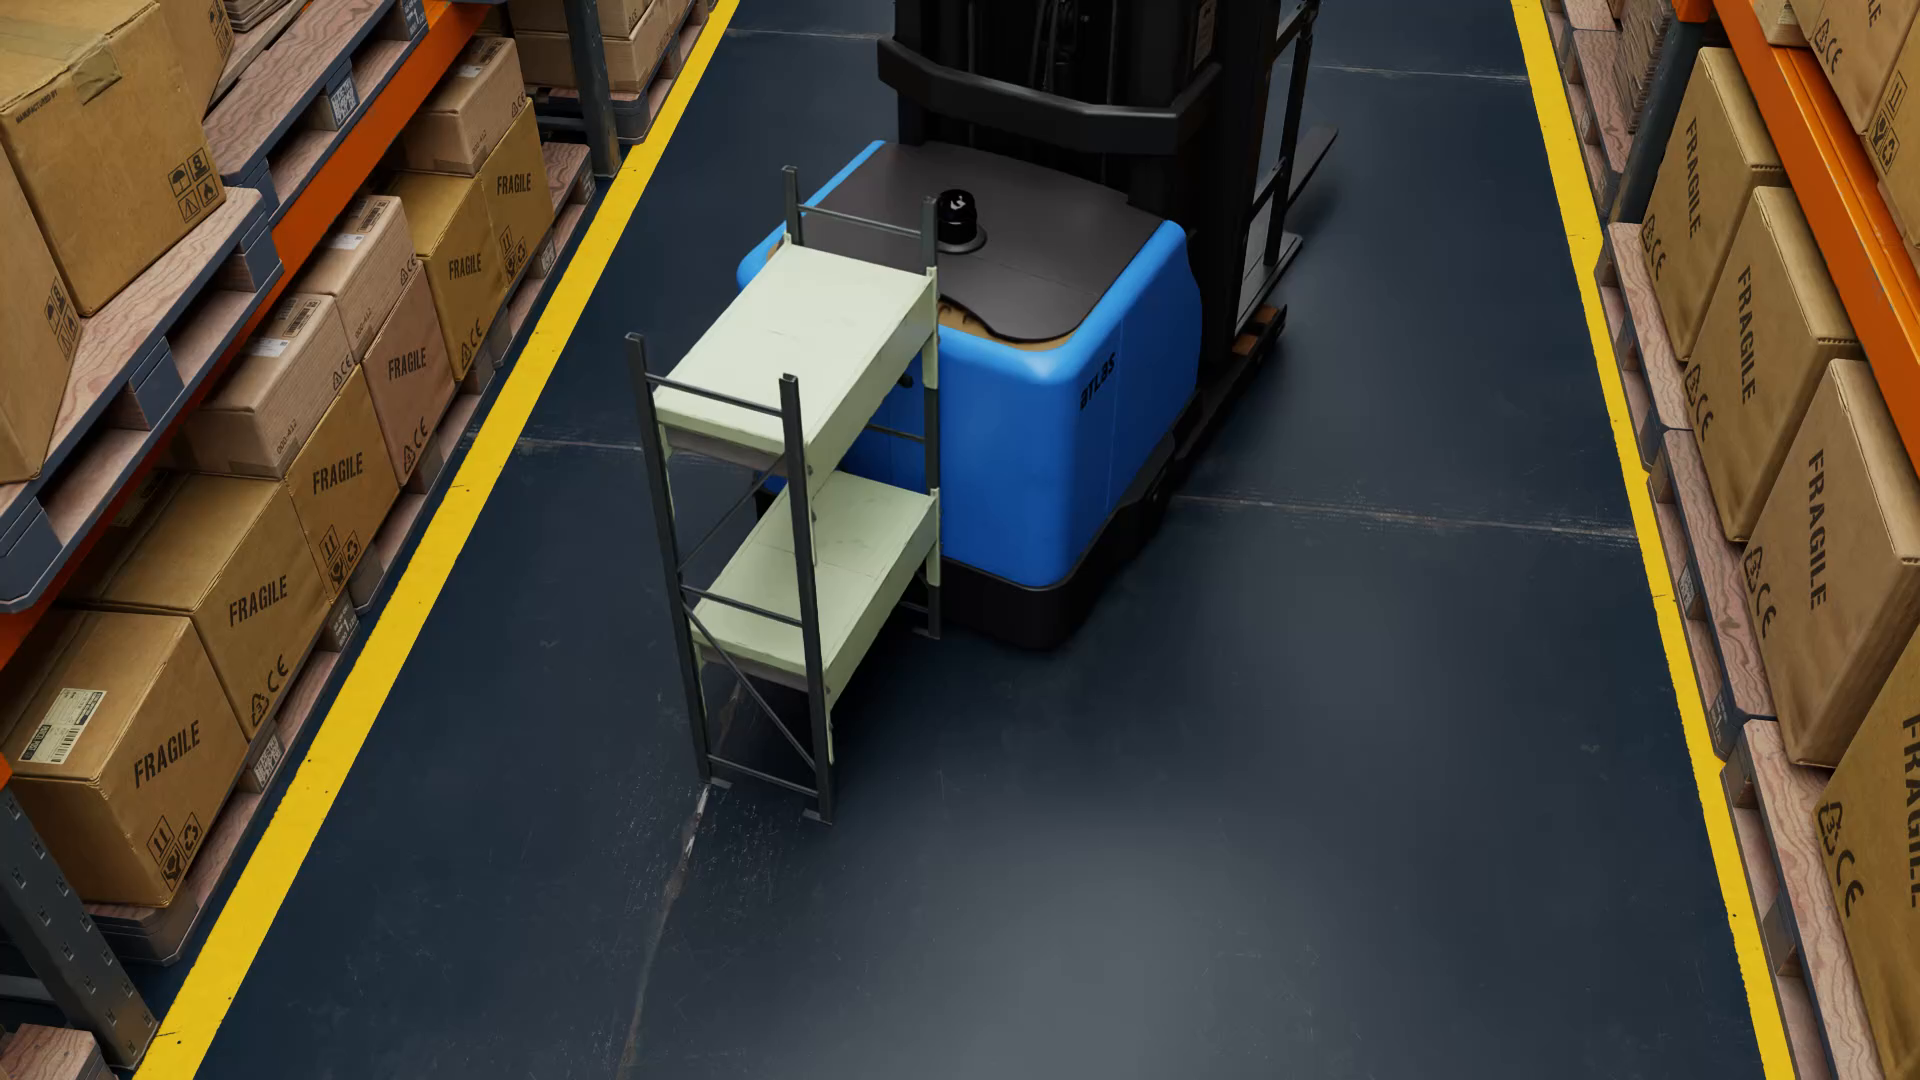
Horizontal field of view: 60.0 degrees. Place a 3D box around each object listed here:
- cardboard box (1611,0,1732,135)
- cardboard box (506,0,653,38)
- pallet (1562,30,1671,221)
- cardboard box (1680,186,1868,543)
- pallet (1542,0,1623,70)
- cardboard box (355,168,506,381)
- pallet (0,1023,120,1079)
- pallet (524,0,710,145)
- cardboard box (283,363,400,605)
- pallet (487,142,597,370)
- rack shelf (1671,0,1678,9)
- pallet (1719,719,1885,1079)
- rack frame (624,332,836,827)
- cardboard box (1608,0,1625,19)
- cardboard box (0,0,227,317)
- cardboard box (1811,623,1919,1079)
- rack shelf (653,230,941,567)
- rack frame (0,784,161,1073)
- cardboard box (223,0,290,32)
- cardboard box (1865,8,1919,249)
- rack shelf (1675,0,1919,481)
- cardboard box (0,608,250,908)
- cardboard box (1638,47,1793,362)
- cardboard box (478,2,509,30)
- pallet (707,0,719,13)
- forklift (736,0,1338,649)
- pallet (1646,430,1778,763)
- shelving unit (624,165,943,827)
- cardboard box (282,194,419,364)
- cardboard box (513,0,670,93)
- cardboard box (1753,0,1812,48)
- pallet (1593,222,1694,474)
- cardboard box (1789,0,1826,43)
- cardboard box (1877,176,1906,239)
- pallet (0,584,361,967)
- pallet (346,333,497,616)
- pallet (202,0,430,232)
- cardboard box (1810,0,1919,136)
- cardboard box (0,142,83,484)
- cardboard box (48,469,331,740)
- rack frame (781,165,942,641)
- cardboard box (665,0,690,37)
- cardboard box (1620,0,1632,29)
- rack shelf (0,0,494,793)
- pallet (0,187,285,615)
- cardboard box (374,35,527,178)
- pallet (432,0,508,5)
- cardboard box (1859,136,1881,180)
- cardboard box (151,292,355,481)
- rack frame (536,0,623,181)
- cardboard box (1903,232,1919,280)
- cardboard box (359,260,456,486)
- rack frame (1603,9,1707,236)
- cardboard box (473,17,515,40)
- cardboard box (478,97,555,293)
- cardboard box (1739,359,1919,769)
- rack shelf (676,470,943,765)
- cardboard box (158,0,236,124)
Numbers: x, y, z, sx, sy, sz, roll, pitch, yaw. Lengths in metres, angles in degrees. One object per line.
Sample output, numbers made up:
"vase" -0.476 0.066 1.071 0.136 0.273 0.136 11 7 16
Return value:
"cardboard box" 3.051 -1.947 6.622 0.700 0.500 0.500 6 44 6
"cardboard box" -1.542 -2.335 6.821 0.500 0.311 0.500 7 44 7
"pallet" 3.113 -1.719 6.912 1.003 0.211 1.213 5 44 6
"cardboard box" 2.658 -0.486 4.839 0.750 0.750 0.750 5 44 5
"pallet" 3.276 -2.548 7.788 1.003 0.211 1.213 5 44 6
"cardboard box" -1.863 -0.888 5.504 0.500 0.500 0.500 4 44 4
"pallet" -2.523 1.560 3.449 1.003 0.211 1.213 5 44 6
"pallet" -1.755 -2.192 7.411 1.003 0.211 1.213 5 44 6
"cardboard box" -1.993 -0.185 4.762 0.500 0.500 0.500 6 44 6
"pallet" -2.039 -1.129 6.289 1.003 0.211 1.213 5 44 6
"rack shelf" 3.272 -3.301 7.078 1.077 0.370 4.000 5 44 6
"pallet" 2.506 1.007 4.033 1.003 0.211 1.213 5 44 6
"rack frame" -0.522 0.161 3.989 0.400 1.500 0.023 16 46 16
"cardboard box" 3.272 -2.628 7.342 0.700 0.500 0.500 5 44 5
"cardboard box" -2.119 -0.887 3.627 0.700 0.500 0.500 12 45 12
"cardboard box" 2.436 0.700 3.587 0.750 0.750 0.750 6 44 6
"rack shelf" -0.382 -0.355 3.966 0.431 0.370 0.720 16 46 16
"rack frame" -2.432 0.079 2.985 1.000 3.000 0.127 5 44 6
"cardboard box" -2.185 -1.790 4.581 0.700 0.500 0.500 13 45 13
"cardboard box" 2.484 -0.993 3.814 0.500 0.500 0.500 6 44 7
"rack shelf" 2.743 -0.575 4.199 1.077 0.370 4.000 5 44 6
"cardboard box" -2.126 0.519 4.018 0.500 0.500 0.500 3 44 4
"cardboard box" 2.781 -1.082 5.469 0.750 0.750 0.750 5 44 5
"cardboard box" -2.078 -2.384 6.873 0.500 0.311 0.500 6 44 7
"pallet" -1.592 -3.021 8.287 1.003 0.211 1.213 5 44 6
"forklift" 0.512 -1.759 4.976 1.130 2.935 3.031 20 47 20
"pallet" 2.665 0.173 4.914 1.003 0.211 1.213 5 44 6
"shelving unit" -0.382 -0.071 4.234 0.431 1.500 0.755 16 46 16
"cardboard box" -1.928 -0.776 4.841 0.500 0.250 0.500 4 44 5
"cardboard box" -1.542 -2.131 7.014 0.500 0.250 0.500 5 44 5
"cardboard box" 2.574 -1.568 4.892 0.380 0.149 0.250 6 44 7
"pallet" 2.829 -0.656 5.790 1.003 0.211 1.213 5 44 6
"cardboard box" 2.612 -1.687 4.546 0.500 0.500 0.500 7 44 7
"cardboard box" 2.543 -0.866 4.151 0.380 0.149 0.250 5 44 6
"pallet" -2.362 0.534 4.533 1.003 0.211 1.213 5 44 6
"pallet" -2.203 -0.300 5.413 1.003 0.211 1.213 5 44 6
"pallet" -2.155 -1.252 4.530 1.003 0.211 1.213 5 44 6
"cardboard box" 2.545 -1.349 4.189 0.500 0.500 0.500 5 44 5
"cardboard box" -2.147 -0.412 3.126 0.700 0.500 0.500 -8 44 -9
"cardboard box" -2.067 0.155 4.403 0.500 0.500 0.500 6 44 6
"rack frame" -0.242 -0.304 4.480 0.400 1.500 0.023 16 46 16
"cardboard box" -1.477 -2.474 7.376 0.500 0.250 0.500 4 44 4
"cardboard box" 3.235 -2.287 6.982 0.700 0.500 0.500 5 44 5
"rack shelf" -2.167 -1.023 4.672 1.077 0.370 4.000 5 44 6
"pallet" -2.218 -0.386 3.616 1.003 0.211 1.213 5 44 6
"cardboard box" -1.797 -1.474 5.578 0.500 0.250 0.500 7 44 7
"pallet" -1.923 -2.109 5.435 1.213 0.211 1.003 5 44 6
"cardboard box" 2.592 -1.033 4.327 0.380 0.149 0.250 6 44 6
"cardboard box" -1.994 -0.434 4.480 0.500 0.250 0.500 5 44 6
"rack frame" -1.903 -2.647 5.864 1.000 3.000 0.127 5 44 6
"cardboard box" 2.501 -0.687 3.962 0.380 0.149 0.250 7 44 7
"cardboard box" -1.926 -0.529 5.126 0.500 0.500 0.500 4 44 4
"rack frame" 3.008 -2.199 5.391 1.000 3.000 0.127 5 44 6
"cardboard box" -2.075 -2.182 7.067 0.500 0.250 0.500 6 44 7
"cardboard box" -1.794 -1.240 5.876 0.500 0.500 0.500 7 44 7
"cardboard box" 2.551 0.094 4.227 0.750 0.750 0.750 6 44 7
"rack shelf" -0.382 0.166 4.458 0.431 0.370 0.720 16 46 16
"cardboard box" -2.259 -1.319 4.084 0.700 0.500 0.500 -5 44 -5
